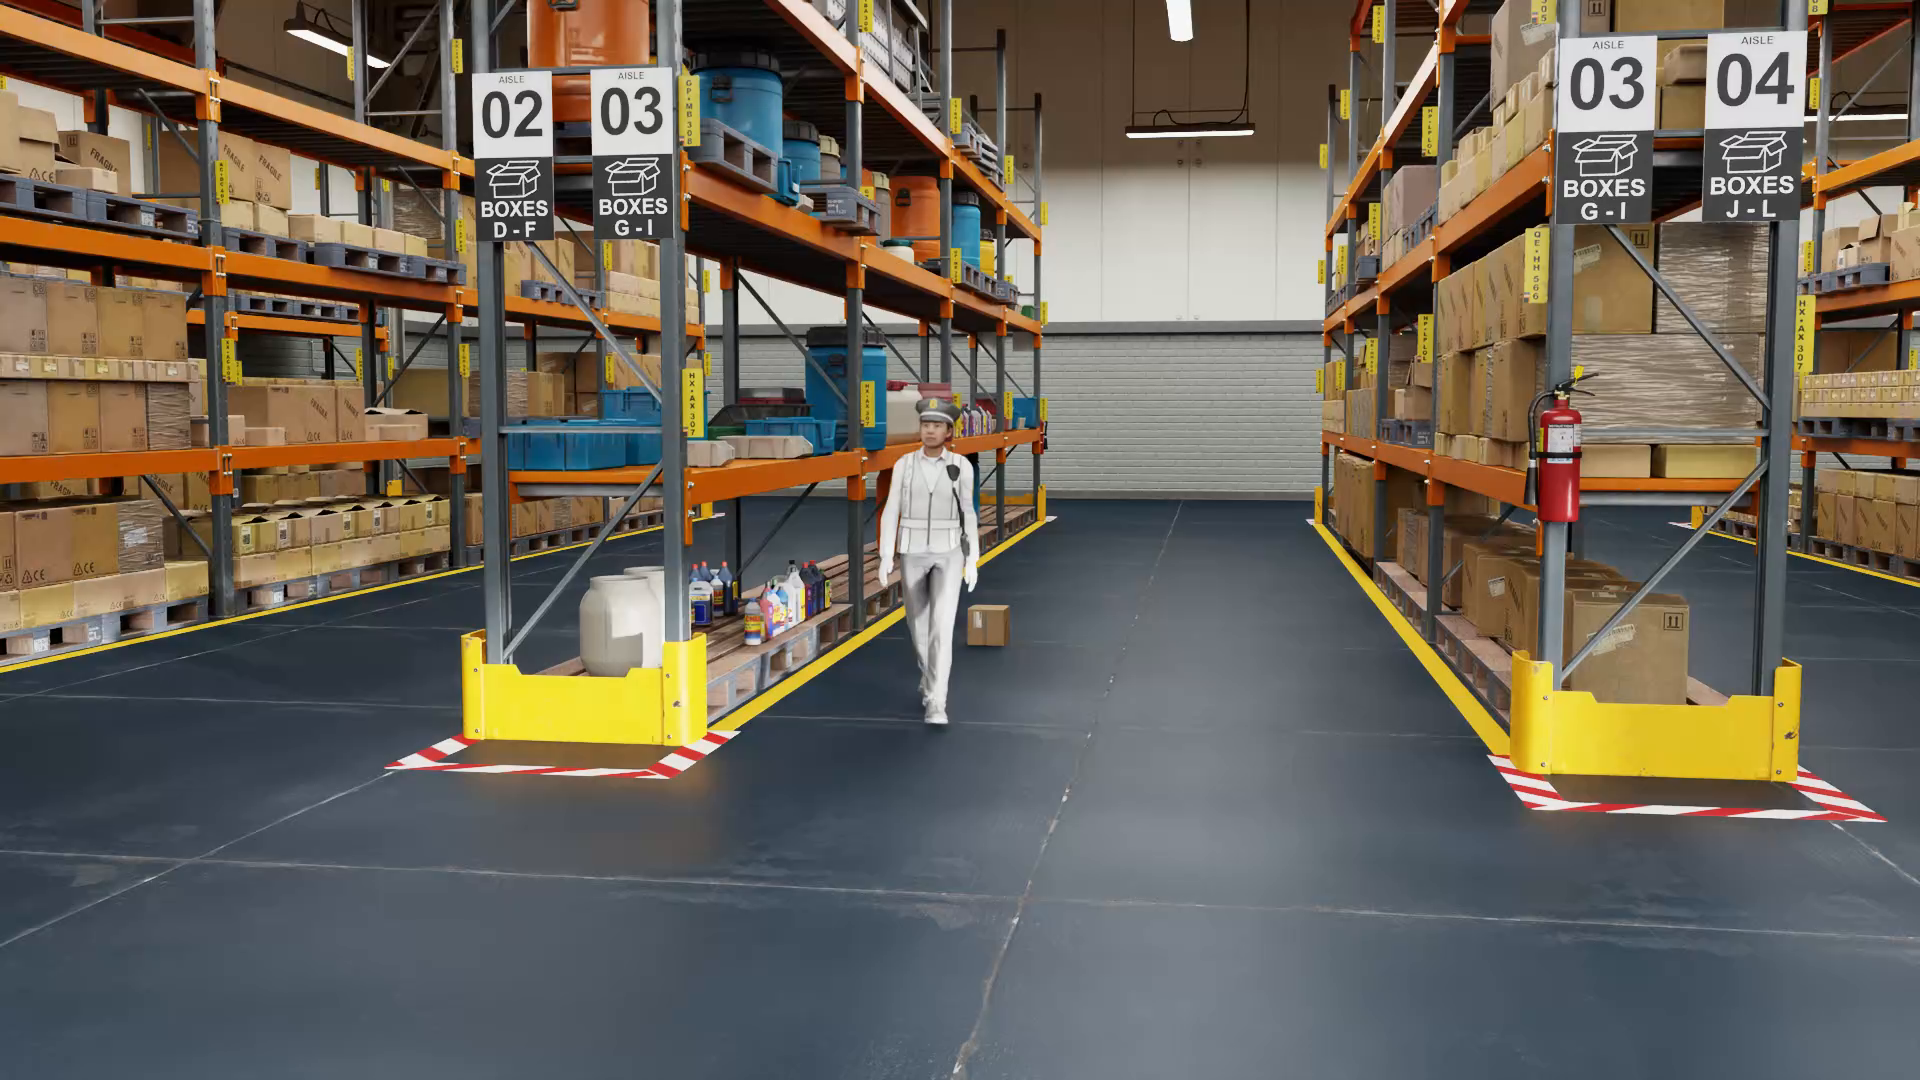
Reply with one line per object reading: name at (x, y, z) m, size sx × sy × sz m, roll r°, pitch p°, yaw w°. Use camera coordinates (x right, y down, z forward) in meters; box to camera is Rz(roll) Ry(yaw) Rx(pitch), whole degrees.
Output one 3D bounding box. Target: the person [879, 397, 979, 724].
person at (-0.162, 0.076, 8.691) m, size 0.505 × 1.641 × 0.972 m, roll 1°, pitch 5°, yaw 7°
